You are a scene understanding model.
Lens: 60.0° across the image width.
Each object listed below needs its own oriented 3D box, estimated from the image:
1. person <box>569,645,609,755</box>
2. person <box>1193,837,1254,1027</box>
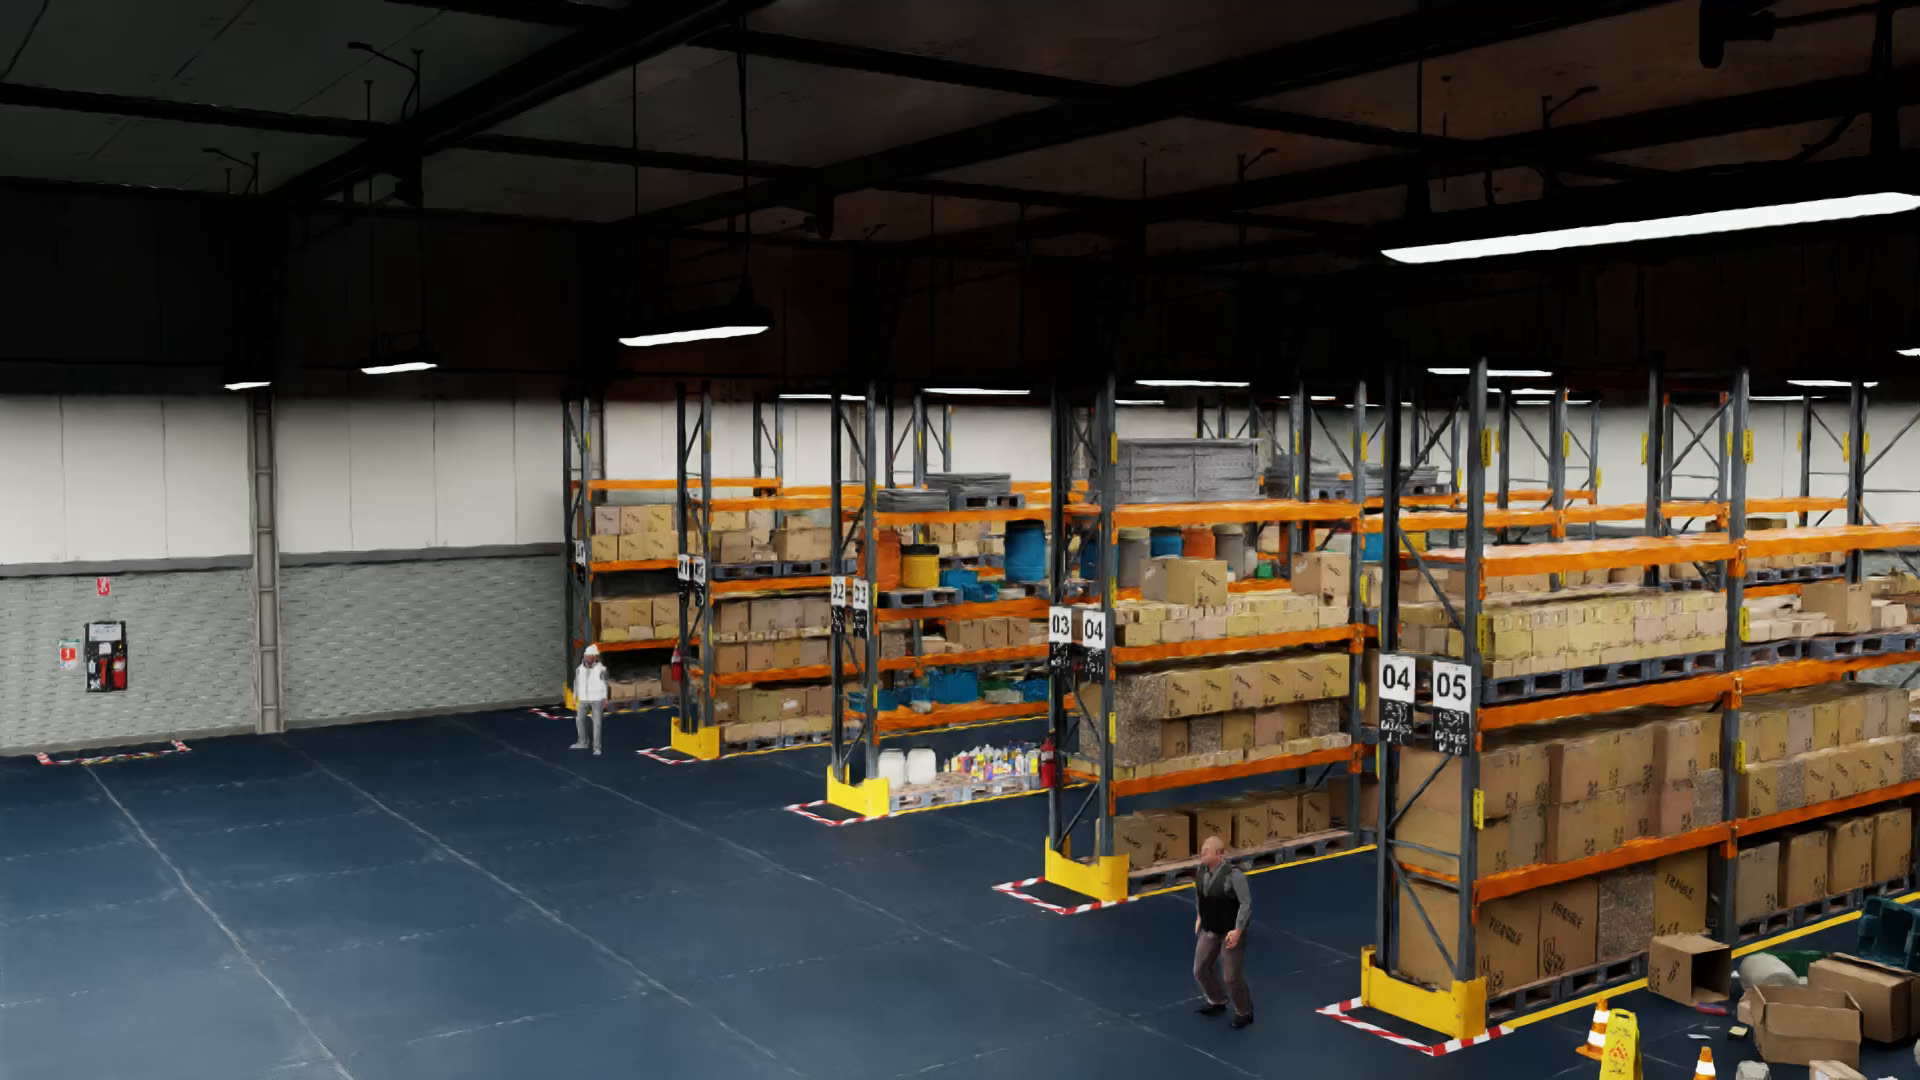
[{"bbox_3d":[-6.034,2.561,26.871,0.720,1.767,0.491,1,4,12],"label":"person"},{"bbox_3d":[2.298,3.446,14.532,0.534,1.586,0.677,-3,5,-36],"label":"person"}]
